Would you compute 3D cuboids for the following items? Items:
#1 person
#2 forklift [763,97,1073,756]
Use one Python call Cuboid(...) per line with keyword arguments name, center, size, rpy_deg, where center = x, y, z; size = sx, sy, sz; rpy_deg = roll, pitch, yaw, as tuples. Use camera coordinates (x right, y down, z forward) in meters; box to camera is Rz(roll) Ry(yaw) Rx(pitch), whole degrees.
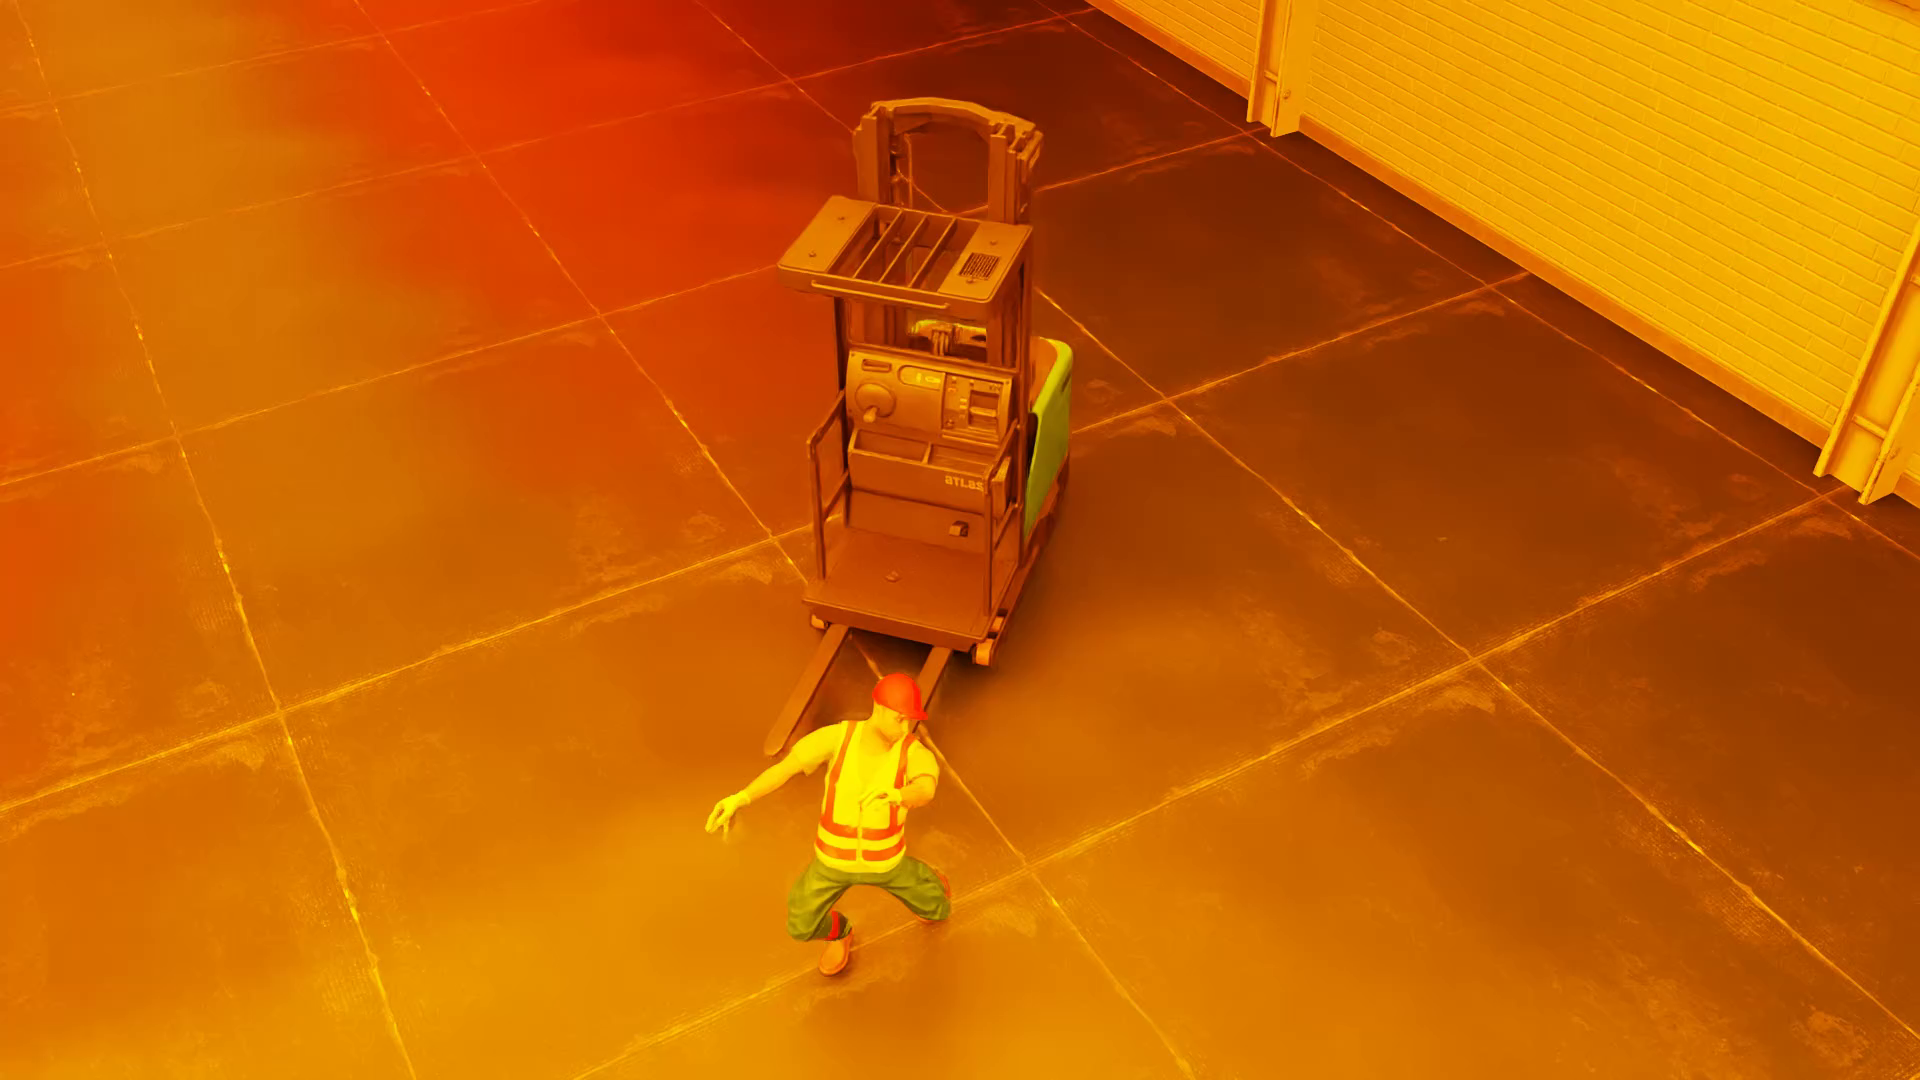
Cuboid(name="person", center=(-0.568, 1.382, 7.433), size=(1.062, 1.512, 0.755), rpy_deg=(-2, 40, -3))
Cuboid(name="forklift", center=(-0.237, -0.702, 8.882), size=(1.130, 2.935, 3.031), rpy_deg=(12, 41, 14))
